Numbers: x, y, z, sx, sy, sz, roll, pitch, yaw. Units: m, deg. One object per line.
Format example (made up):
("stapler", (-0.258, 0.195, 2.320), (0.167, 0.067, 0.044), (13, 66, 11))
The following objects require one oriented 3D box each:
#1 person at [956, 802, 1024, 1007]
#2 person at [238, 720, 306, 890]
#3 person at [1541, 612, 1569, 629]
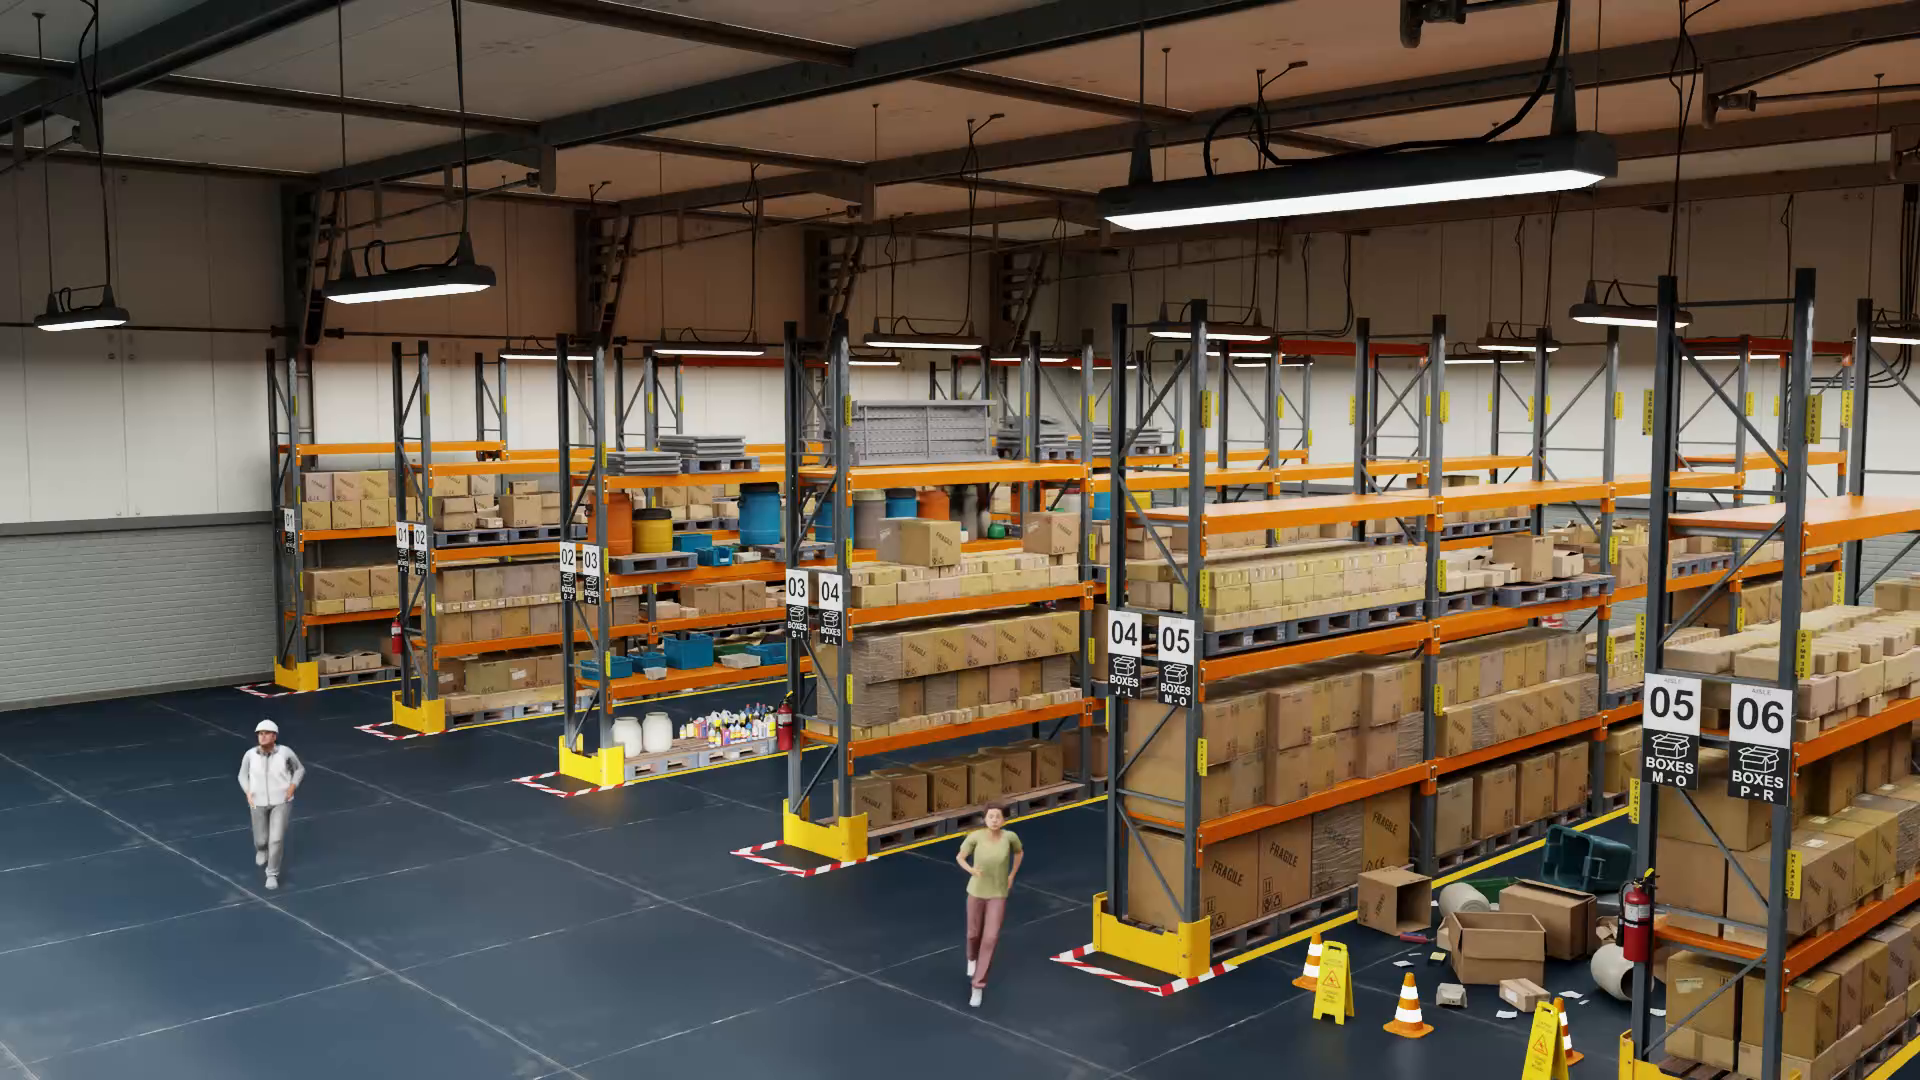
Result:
("person", (0.258, 3.091, 14.427), (0.584, 1.686, 0.857), (0, 5, 3))
("person", (-7.322, 2.776, 17.717), (0.667, 1.760, 0.723), (-1, 5, -14))
("person", (10.942, 1.642, 30.799), (0.647, 1.751, 0.622), (-3, 6, -29))
